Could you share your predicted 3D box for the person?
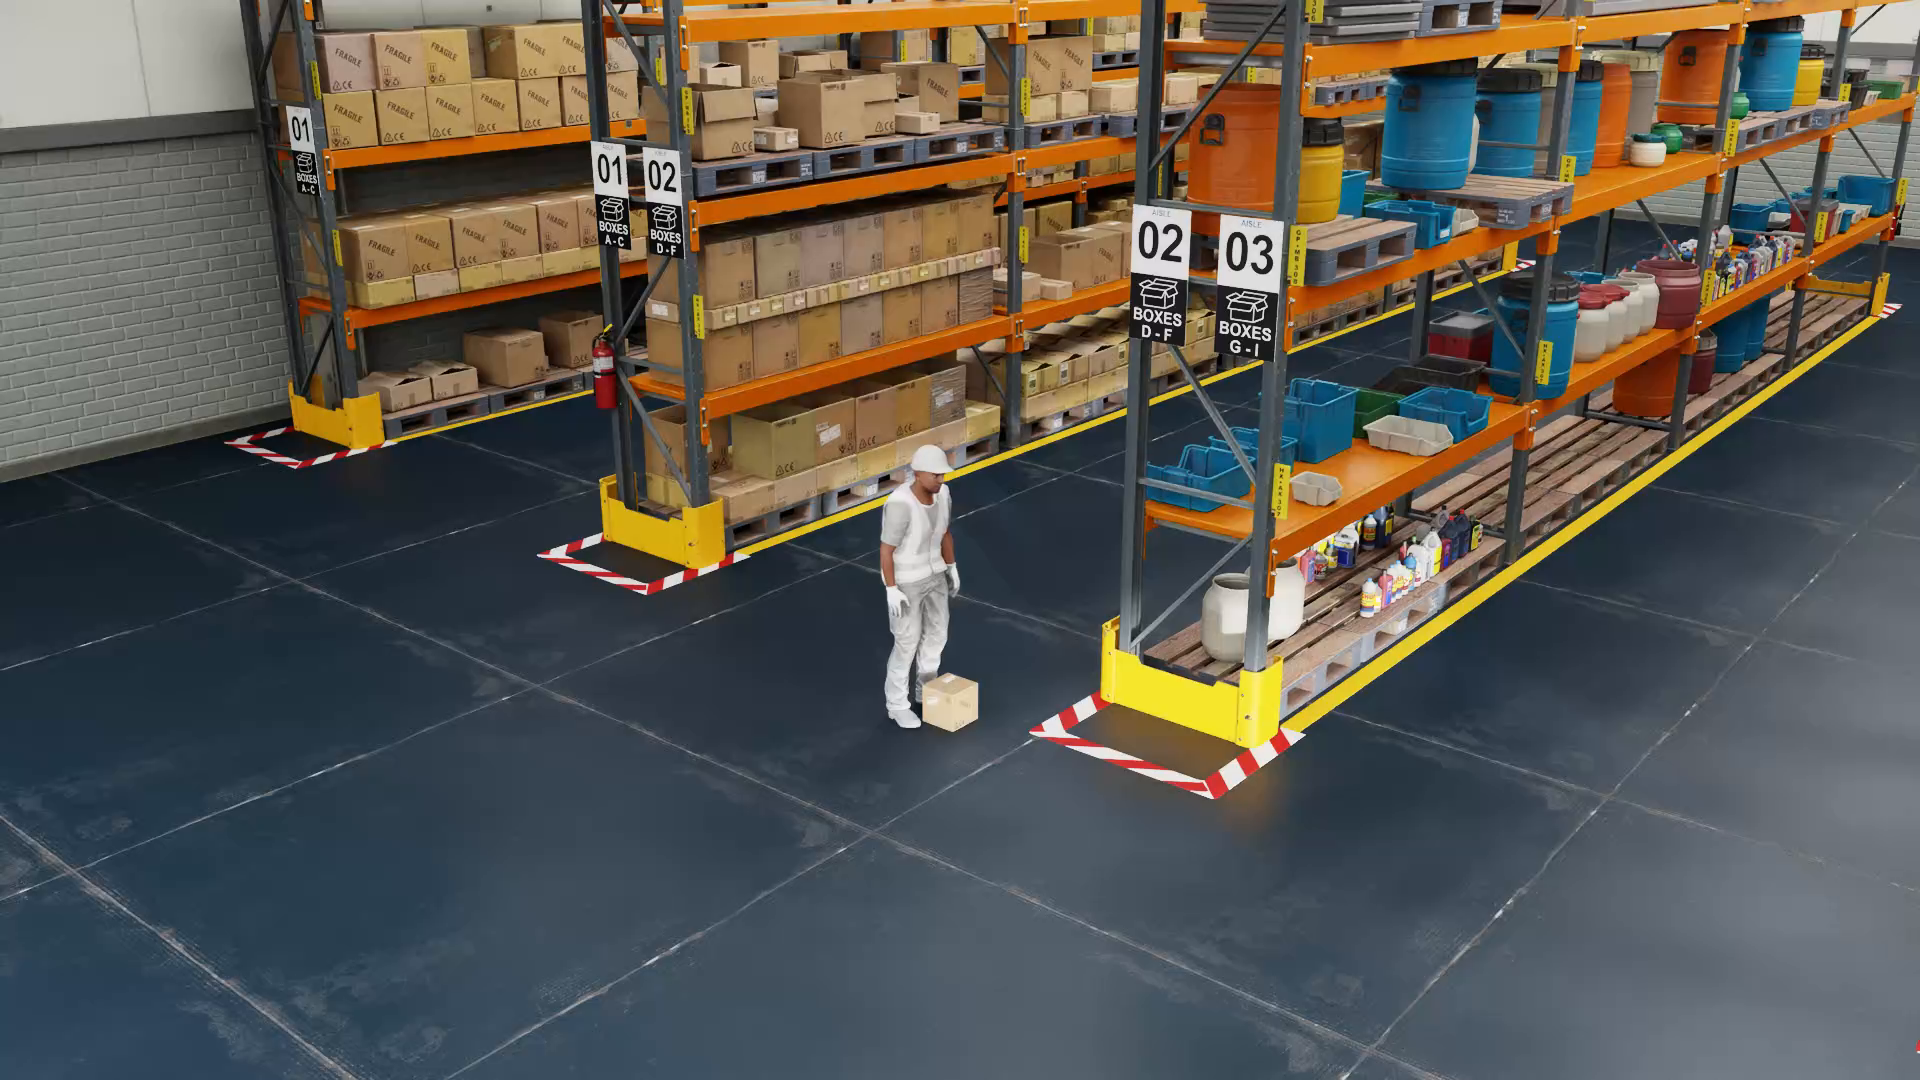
[{"bbox_3d":[-0.244,0.258,10.348,0.446,1.775,0.617,17,26,39],"label":"person"}]
